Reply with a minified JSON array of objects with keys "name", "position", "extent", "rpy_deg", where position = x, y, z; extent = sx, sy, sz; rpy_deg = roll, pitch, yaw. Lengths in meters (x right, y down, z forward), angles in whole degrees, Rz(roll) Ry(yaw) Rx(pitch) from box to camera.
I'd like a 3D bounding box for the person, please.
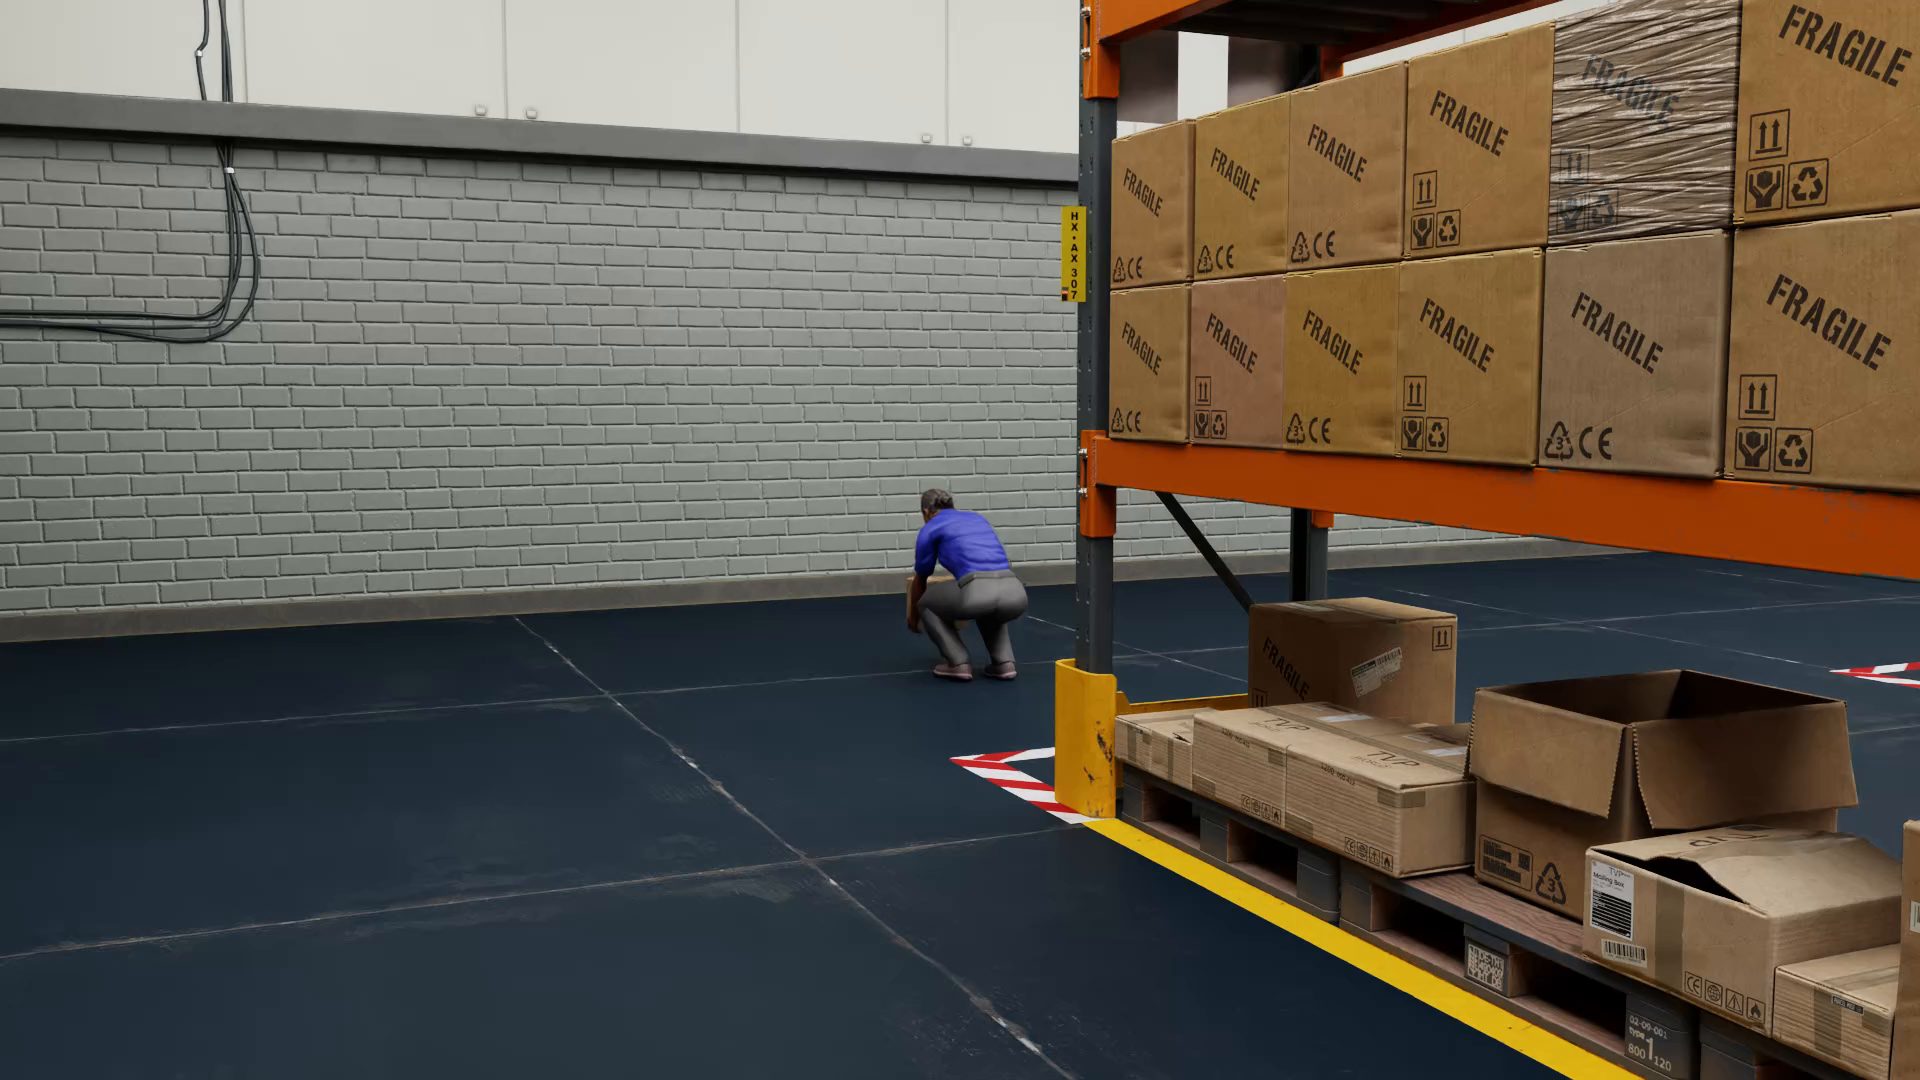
[{"name":"person","position":[0.016,0.223,8.500],"extent":[0.465,0.950,0.836],"rpy_deg":[-3,6,-25]}]
